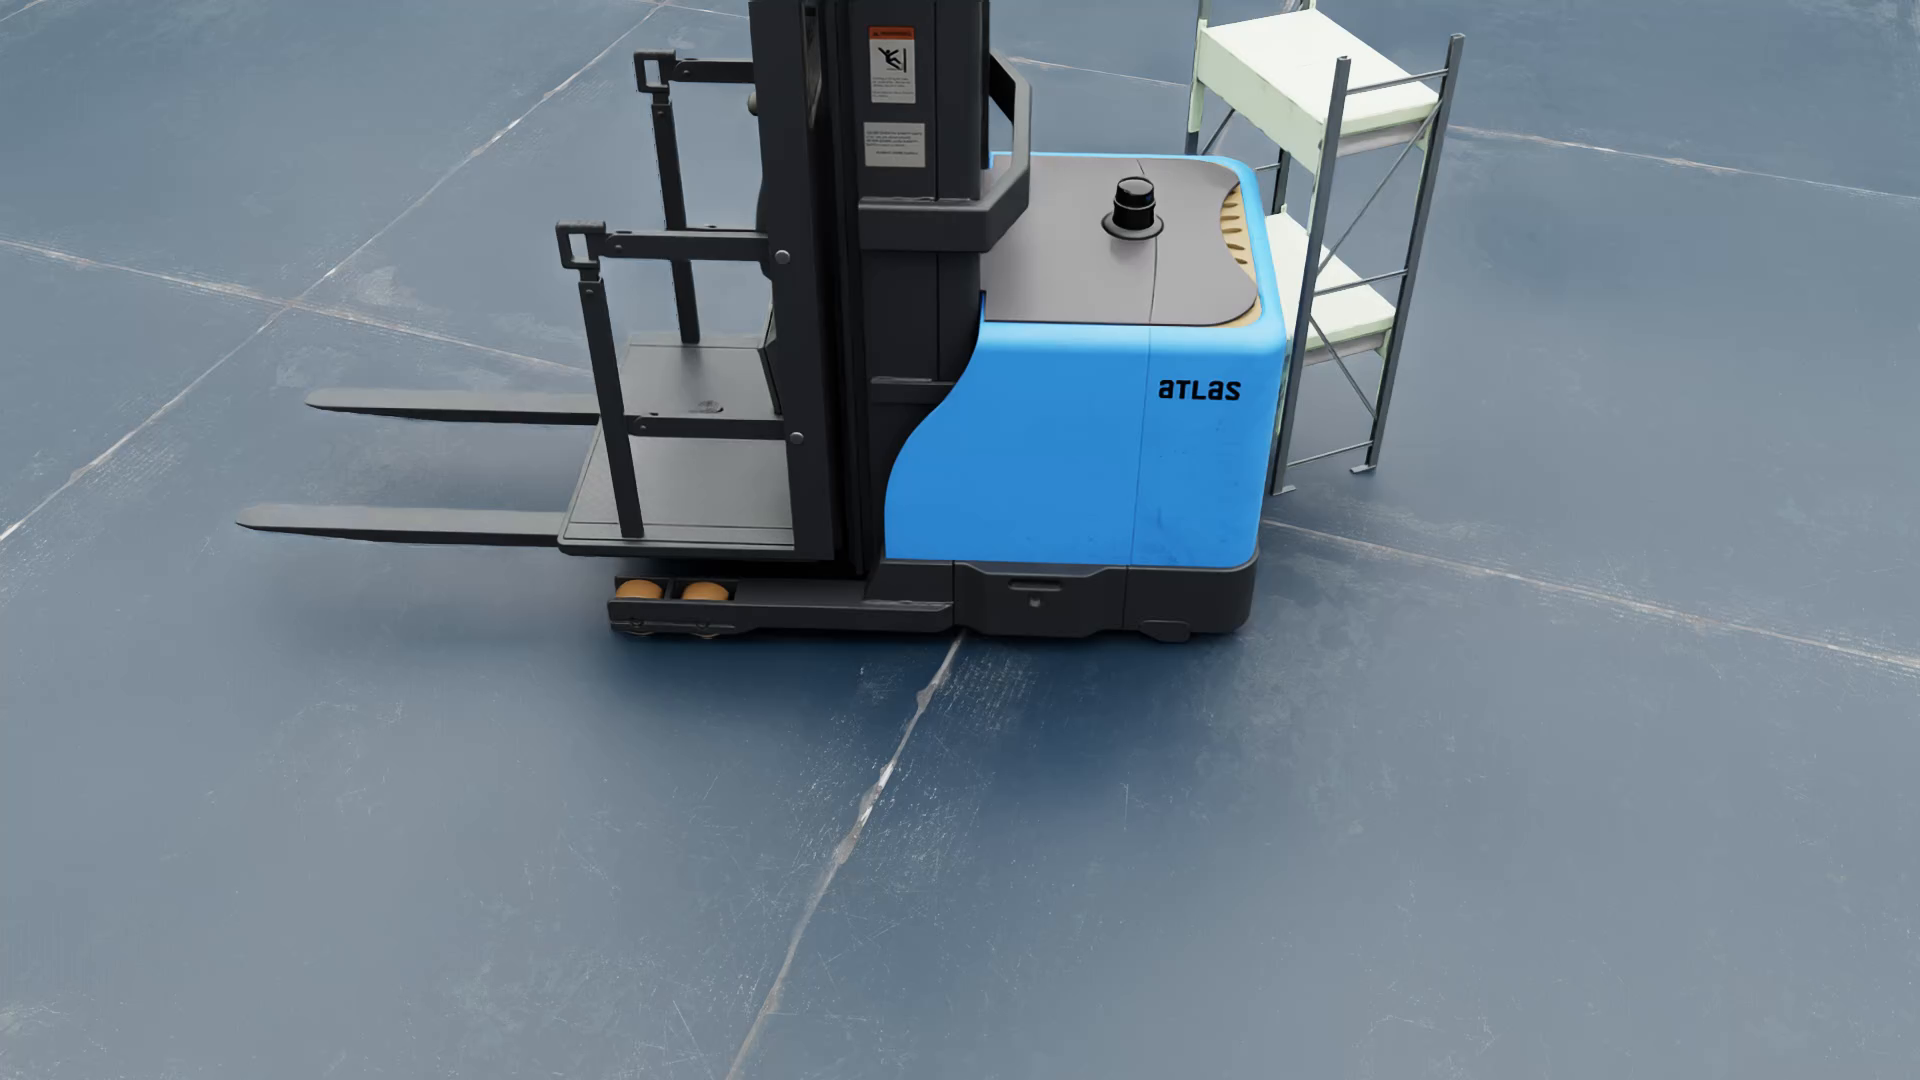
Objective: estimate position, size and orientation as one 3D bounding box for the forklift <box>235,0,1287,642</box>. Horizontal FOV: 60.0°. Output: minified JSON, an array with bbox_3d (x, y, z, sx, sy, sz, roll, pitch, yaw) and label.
[{"bbox_3d":[-0.641,-1.170,4.364,3.031,2.935,1.130,2,40,2],"label":"forklift"}]

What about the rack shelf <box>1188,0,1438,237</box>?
[{"bbox_3d":[1.056,-1.283,4.997,0.431,0.370,0.720,-15,43,-17],"label":"rack shelf"}]

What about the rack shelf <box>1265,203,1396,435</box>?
[{"bbox_3d":[1.056,-0.738,5.462,0.431,0.370,0.720,-15,43,-17],"label":"rack shelf"}]

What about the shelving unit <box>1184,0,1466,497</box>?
[{"bbox_3d":[1.056,-0.986,5.251,0.431,1.500,0.755,-15,43,-17],"label":"shelving unit"}]

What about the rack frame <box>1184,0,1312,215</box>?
[{"bbox_3d":[0.914,-1.205,5.507,0.400,1.500,0.023,-15,43,-17],"label":"rack frame"}]

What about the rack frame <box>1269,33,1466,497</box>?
[{"bbox_3d":[1.198,-0.767,4.994,0.400,1.500,0.023,-15,43,-17],"label":"rack frame"}]
